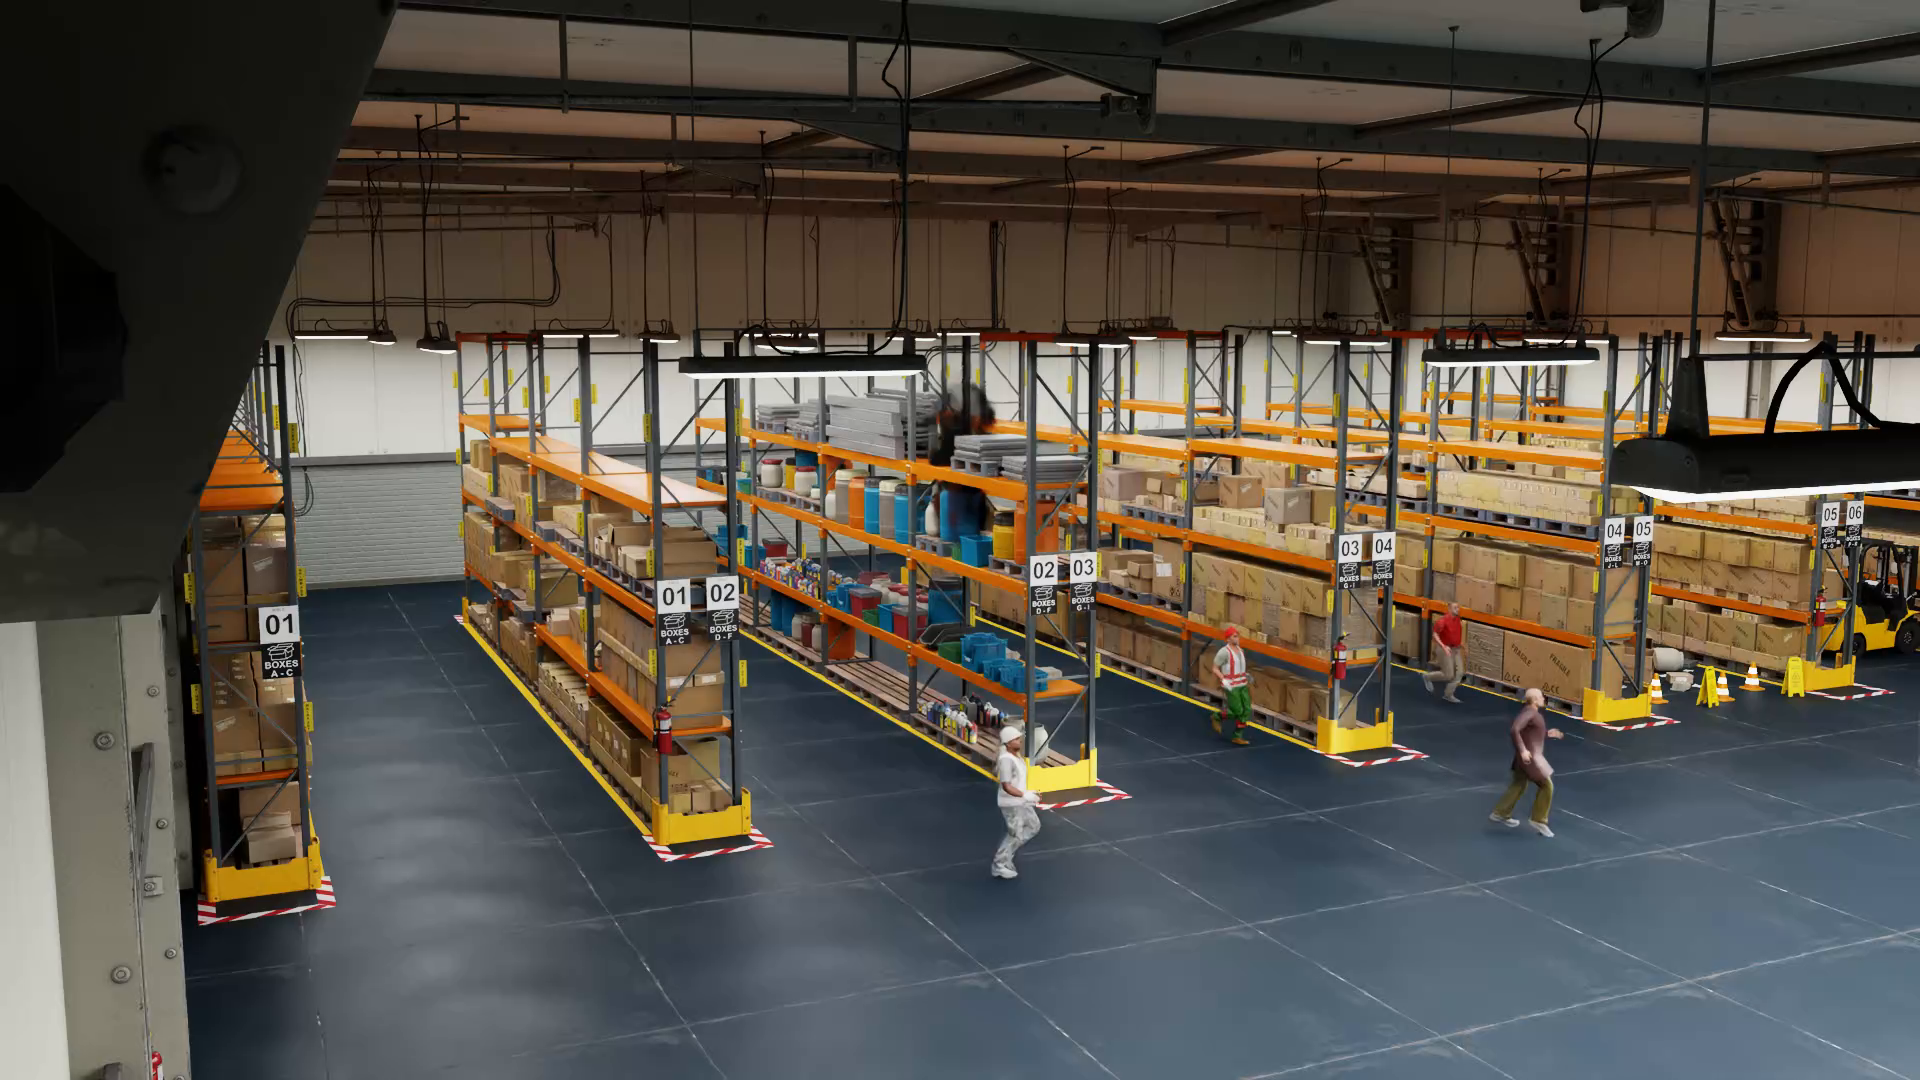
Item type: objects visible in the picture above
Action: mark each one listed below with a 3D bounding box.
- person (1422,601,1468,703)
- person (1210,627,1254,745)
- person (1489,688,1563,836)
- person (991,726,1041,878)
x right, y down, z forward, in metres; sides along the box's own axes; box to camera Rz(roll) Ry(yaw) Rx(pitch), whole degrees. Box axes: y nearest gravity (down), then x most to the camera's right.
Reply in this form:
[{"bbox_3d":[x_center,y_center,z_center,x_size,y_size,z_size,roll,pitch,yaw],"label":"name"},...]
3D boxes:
[{"bbox_3d":[8.006,1.819,27.428,0.650,1.680,0.652,-5,9,-35],"label":"person"},{"bbox_3d":[4.053,2.153,24.666,0.646,1.727,0.644,-6,10,-39],"label":"person"},{"bbox_3d":[6.972,2.721,20.427,0.848,1.846,0.689,1,8,7],"label":"person"},{"bbox_3d":[0.636,2.945,18.773,0.568,1.737,0.695,1,8,8],"label":"person"}]
